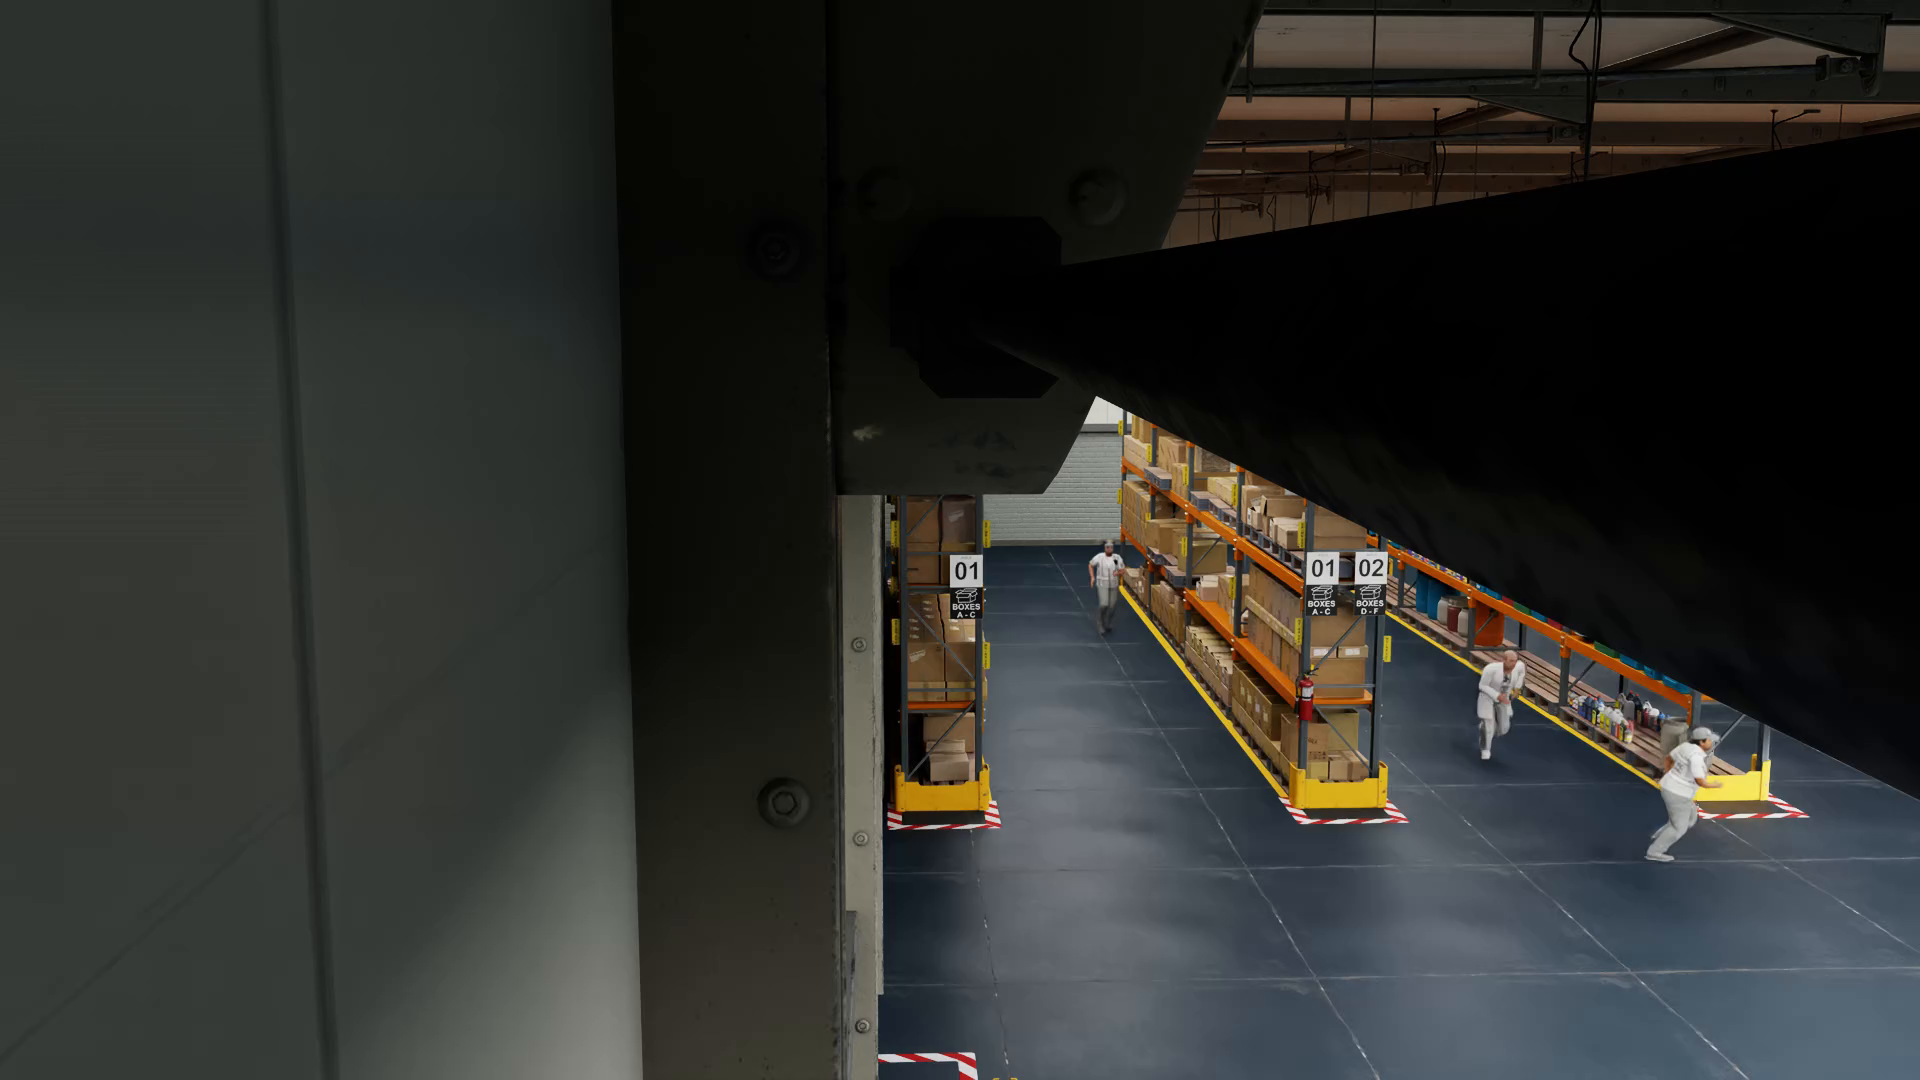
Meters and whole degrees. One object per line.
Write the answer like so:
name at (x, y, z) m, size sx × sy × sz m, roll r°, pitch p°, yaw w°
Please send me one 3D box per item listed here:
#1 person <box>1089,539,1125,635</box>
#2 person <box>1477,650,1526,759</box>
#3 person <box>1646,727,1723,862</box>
person at (2.771, 0.884, 31.123) m, size 0.636 × 1.820 × 0.736 m, roll -1°, pitch 9°, yaw -8°
person at (7.361, 2.227, 22.634) m, size 0.740 × 1.595 × 0.872 m, roll -2°, pitch 9°, yaw -13°
person at (8.116, 2.837, 18.604) m, size 0.775 × 1.553 × 0.604 m, roll 1°, pitch 9°, yaw 10°
